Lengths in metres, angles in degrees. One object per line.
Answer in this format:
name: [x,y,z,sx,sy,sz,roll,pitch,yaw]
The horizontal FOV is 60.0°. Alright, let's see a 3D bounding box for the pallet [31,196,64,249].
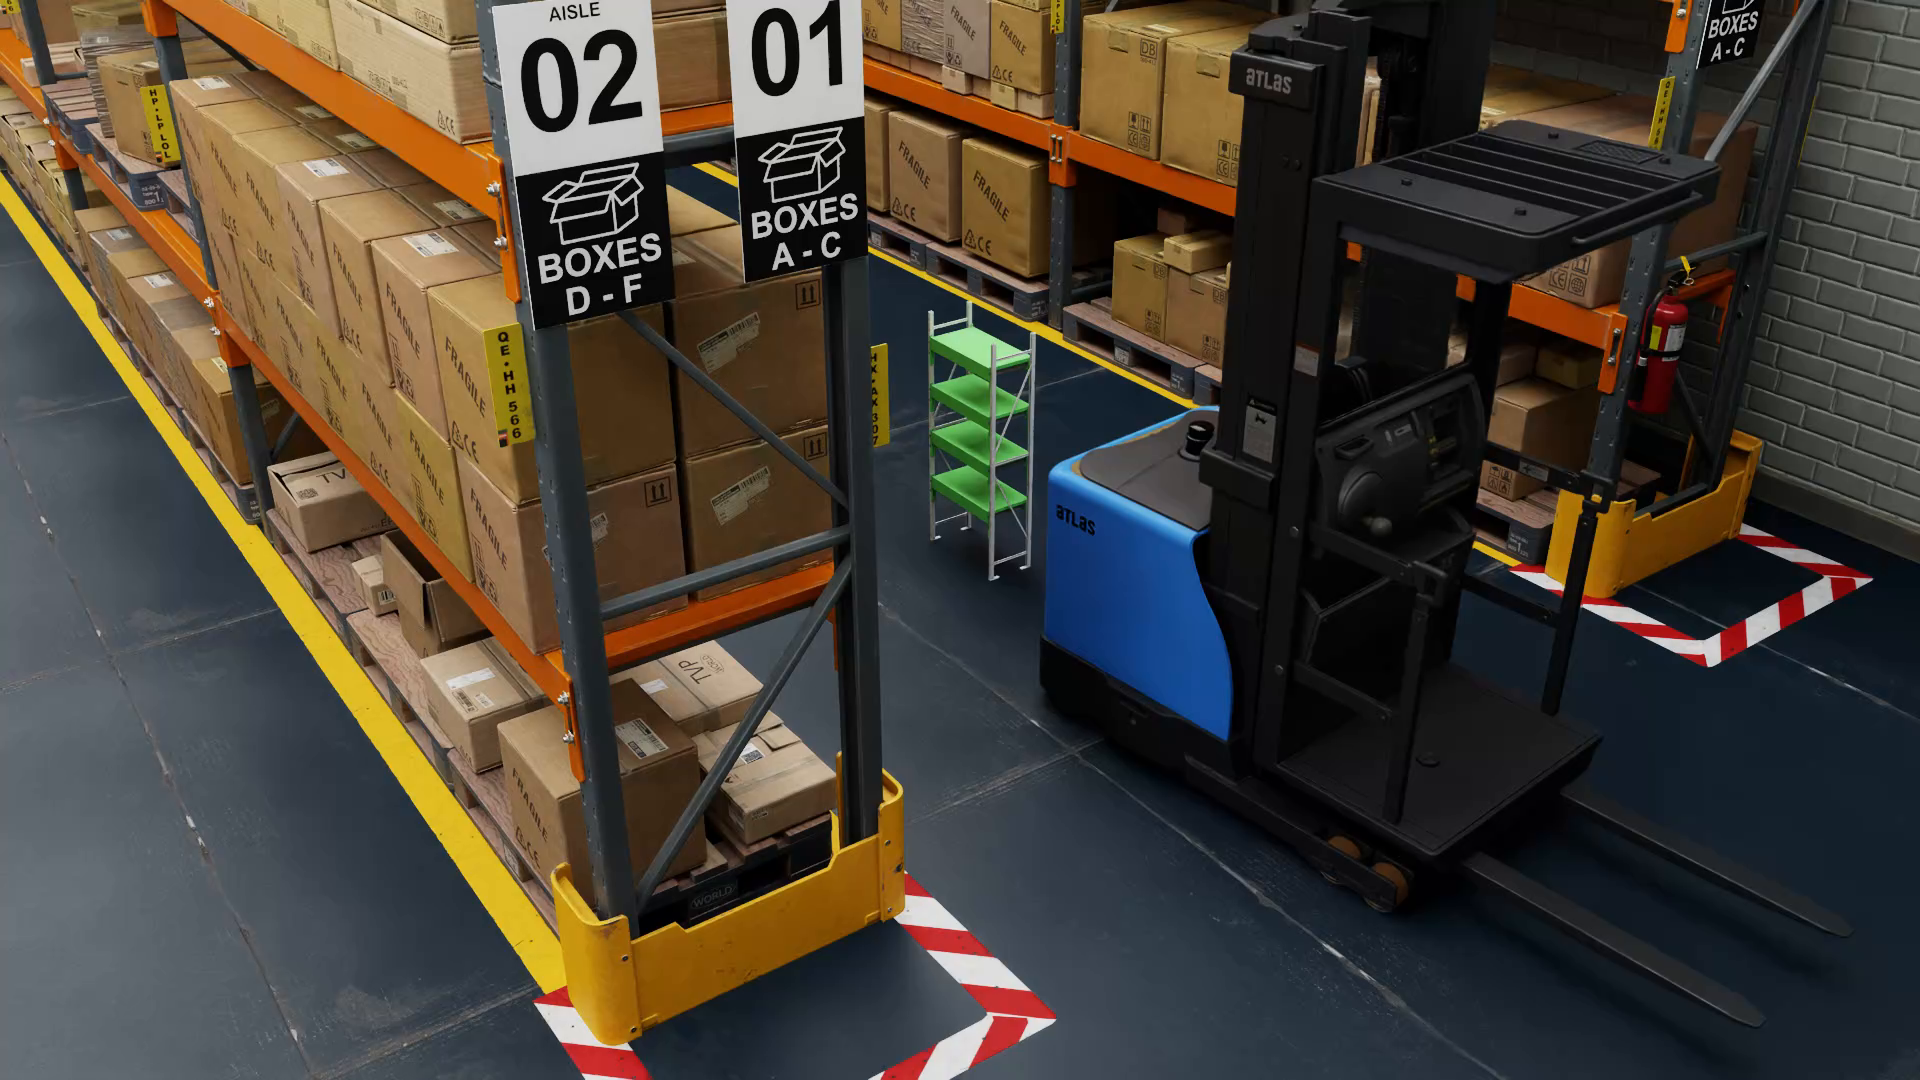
pallet: [-6.489,-2.585,12.789,1.003,0.211,1.213,-19,34,-31]

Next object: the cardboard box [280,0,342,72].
cardboard box: [-1.793,-1.663,5.183,0.500,0.250,0.500,-19,34,-31]

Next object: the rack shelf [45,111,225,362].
rack shelf: [-4.179,-1.912,9.382,1.077,0.370,4.000,-19,34,-31]

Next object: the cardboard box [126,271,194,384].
cardboard box: [-4.406,-1.245,9.558,0.500,0.500,0.500,-20,34,-32]

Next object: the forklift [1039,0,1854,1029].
forklift: [1.681,-0.257,5.653,1.130,2.935,3.031,-23,36,-35]

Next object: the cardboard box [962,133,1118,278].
cardboard box: [0.531,-2.280,11.118,0.750,0.750,0.750,-18,33,-30]

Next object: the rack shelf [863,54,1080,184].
rack shelf: [-0.146,-3.285,11.910,1.077,0.370,4.000,-19,34,-31]

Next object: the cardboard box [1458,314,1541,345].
cardboard box: [2.787,-1.088,8.609,0.380,0.149,0.250,-19,34,-31]

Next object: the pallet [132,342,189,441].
pallet: [-4.234,-1.006,9.881,1.003,0.211,1.213,-19,34,-31]

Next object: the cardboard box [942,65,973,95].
cardboard box: [0.107,-3.066,10.995,0.380,0.149,0.250,-19,34,-31]

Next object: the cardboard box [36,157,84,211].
cardboard box: [-6.151,-2.564,11.682,0.500,0.311,0.500,-19,34,-31]

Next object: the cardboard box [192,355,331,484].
cardboard box: [-3.539,-0.658,8.477,0.500,0.500,0.500,-19,34,-31]

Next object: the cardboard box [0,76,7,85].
cardboard box: [-8.387,-4.184,14.467,0.500,0.500,0.500,-19,34,-31]

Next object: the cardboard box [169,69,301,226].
cardboard box: [-2.975,-1.673,7.036,0.500,0.500,0.500,-18,33,-29]

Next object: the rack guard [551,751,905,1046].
rack guard: [-0.743,1.173,5.566,1.175,0.500,0.348,-19,34,-31]

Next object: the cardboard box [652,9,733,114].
cardboard box: [-0.790,-1.418,4.733,0.500,0.250,0.500,-19,34,-31]

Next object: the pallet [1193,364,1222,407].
pallet: [2.103,-0.806,9.514,1.003,0.211,1.213,-19,34,-31]

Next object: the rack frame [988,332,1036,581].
rack frame: [0.238,-0.368,7.670,0.240,1.200,0.015,-19,34,-31]

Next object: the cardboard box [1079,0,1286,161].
cardboard box: [1.315,-2.740,9.838,0.980,0.700,0.700,-18,33,-30]

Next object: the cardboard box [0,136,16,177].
cardboard box: [-7.332,-3.113,13.280,0.500,0.250,0.500,-18,33,-29]

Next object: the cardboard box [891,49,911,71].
cardboard box: [-0.259,-3.388,11.587,0.380,0.149,0.250,-18,33,-29]

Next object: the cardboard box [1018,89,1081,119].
cardboard box: [0.587,-2.775,10.459,0.380,0.149,0.250,-18,34,-30]

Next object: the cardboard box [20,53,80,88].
cardboard box: [-6.086,-3.169,11.205,0.380,0.149,0.250,-19,34,-31]

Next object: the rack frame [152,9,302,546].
rack frame: [-3.019,-1.451,7.779,1.000,3.000,0.127,-19,34,-31]

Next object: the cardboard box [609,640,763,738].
cardboard box: [-1.073,0.635,6.358,0.500,0.250,0.500,-19,34,-31]

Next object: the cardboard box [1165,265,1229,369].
cardboard box: [1.653,-1.395,9.854,0.700,0.500,0.500,-19,34,-31]

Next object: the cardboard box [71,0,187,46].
cardboard box: [-4.882,-3.021,10.125,0.500,0.500,0.700,19,34,30]

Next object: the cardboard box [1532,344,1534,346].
cardboard box: [2.556,-0.794,8.748,0.700,0.500,0.500,-19,34,-31]

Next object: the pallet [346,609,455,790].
pallet: [-1.910,0.516,7.078,1.003,0.211,1.213,-19,34,-31]

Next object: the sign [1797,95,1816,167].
sign: [3.790,-1.835,7.496,0.100,0.325,0.005,-19,34,-31]

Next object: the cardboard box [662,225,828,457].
cardboard box: [-0.742,-0.625,5.105,0.500,0.500,0.500,-18,33,-29]

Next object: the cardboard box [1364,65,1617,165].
cardboard box: [2.599,-1.876,8.247,0.980,0.700,0.700,-19,34,-31]

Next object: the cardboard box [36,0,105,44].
cardboard box: [-6.326,-3.698,11.811,0.500,0.500,0.500,-21,35,-33]

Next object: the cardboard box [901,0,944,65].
cardboard box: [-0.048,-3.510,11.133,0.500,0.500,0.500,-19,34,-31]

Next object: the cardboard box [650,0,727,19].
cardboard box: [-0.785,-1.640,4.616,0.500,0.250,0.500,-19,34,-31]

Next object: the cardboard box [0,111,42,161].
cardboard box: [-7.035,-3.157,12.774,0.500,0.311,0.500,-20,34,-32]

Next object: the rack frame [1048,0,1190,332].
rack frame: [1.014,-2.824,10.306,1.000,3.000,0.127,-19,34,-31]

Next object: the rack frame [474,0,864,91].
rack frame: [-0.699,-2.532,3.484,1.000,3.000,0.127,-19,34,-31]

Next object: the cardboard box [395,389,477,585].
cardboard box: [-1.484,-0.239,5.443,0.500,0.500,0.500,-18,34,-30]

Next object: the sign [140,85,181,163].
sign: [-3.469,-1.805,7.217,0.100,0.325,0.005,-19,34,-31]

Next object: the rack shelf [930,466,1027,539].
rack shelf: [0.096,-0.196,7.990,0.258,0.148,0.480,-19,34,-31]

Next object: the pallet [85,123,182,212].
pallet: [-4.208,-2.167,9.298,1.003,0.211,1.213,-19,34,-31]

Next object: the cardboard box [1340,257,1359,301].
cardboard box: [2.199,-1.482,9.335,0.380,0.149,0.250,-19,34,-31]

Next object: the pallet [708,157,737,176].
pallet: [-1.758,-3.458,14.395,1.003,0.211,1.213,-19,34,-31]

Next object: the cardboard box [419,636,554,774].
cardboard box: [-1.742,0.598,6.426,0.500,0.250,0.500,-19,34,-31]

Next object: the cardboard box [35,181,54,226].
cardboard box: [-6.434,-2.515,12.179,0.500,0.250,0.500,-18,33,-30]

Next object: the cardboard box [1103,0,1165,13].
cardboard box: [0.952,-3.256,10.665,0.500,0.500,0.500,-20,34,-32]

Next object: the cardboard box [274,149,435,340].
cardboard box: [-2.077,-1.072,5.929,0.500,0.500,0.500,-18,33,-29]

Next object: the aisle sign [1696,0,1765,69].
aisle sign: [3.131,-2.300,6.618,0.394,0.787,0.004,-19,34,-31]

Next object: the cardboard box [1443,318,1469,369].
cardboard box: [2.475,-0.983,8.416,0.380,0.149,0.250,-18,33,-29]

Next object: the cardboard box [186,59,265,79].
cardboard box: [-3.562,-2.175,8.568,0.700,0.500,0.500,-13,31,-23]

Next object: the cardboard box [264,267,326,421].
cardboard box: [-2.358,-0.828,6.527,0.500,0.500,0.500,-19,34,-31]

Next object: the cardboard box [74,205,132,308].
cardboard box: [-5.308,-1.845,10.662,0.500,0.500,0.500,-17,33,-29]

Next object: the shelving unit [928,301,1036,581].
shelving unit: [0.096,-0.463,7.845,0.258,1.200,0.503,-19,34,-31]

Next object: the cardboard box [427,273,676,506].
cardboard box: [-1.181,-0.476,4.831,0.500,0.500,0.500,-19,34,-31]
